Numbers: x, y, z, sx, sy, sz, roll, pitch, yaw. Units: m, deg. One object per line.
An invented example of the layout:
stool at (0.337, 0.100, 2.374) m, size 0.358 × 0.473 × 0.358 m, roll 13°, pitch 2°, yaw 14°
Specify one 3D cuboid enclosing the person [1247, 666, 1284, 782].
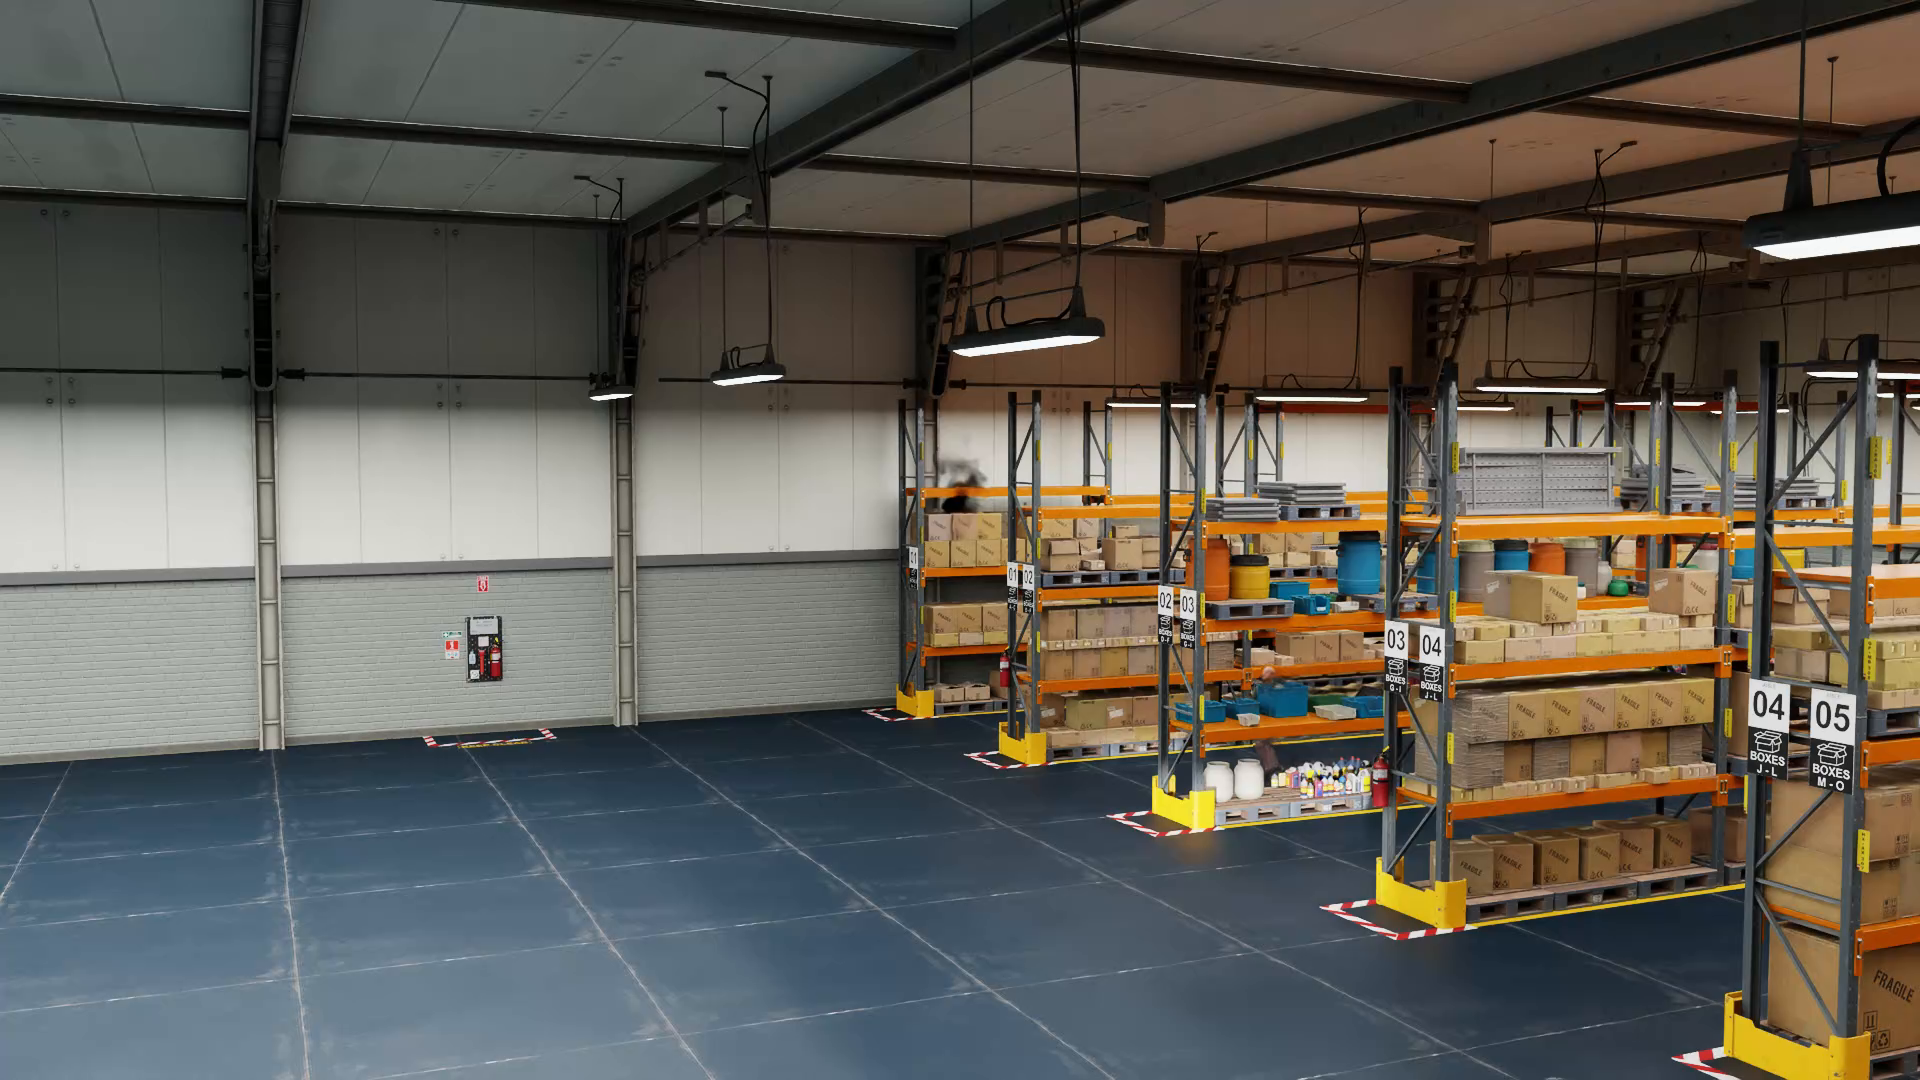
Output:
person at (4.692, 2.816, 25.490) m, size 0.711 × 1.763 × 0.637 m, roll -2°, pitch 4°, yaw -32°
